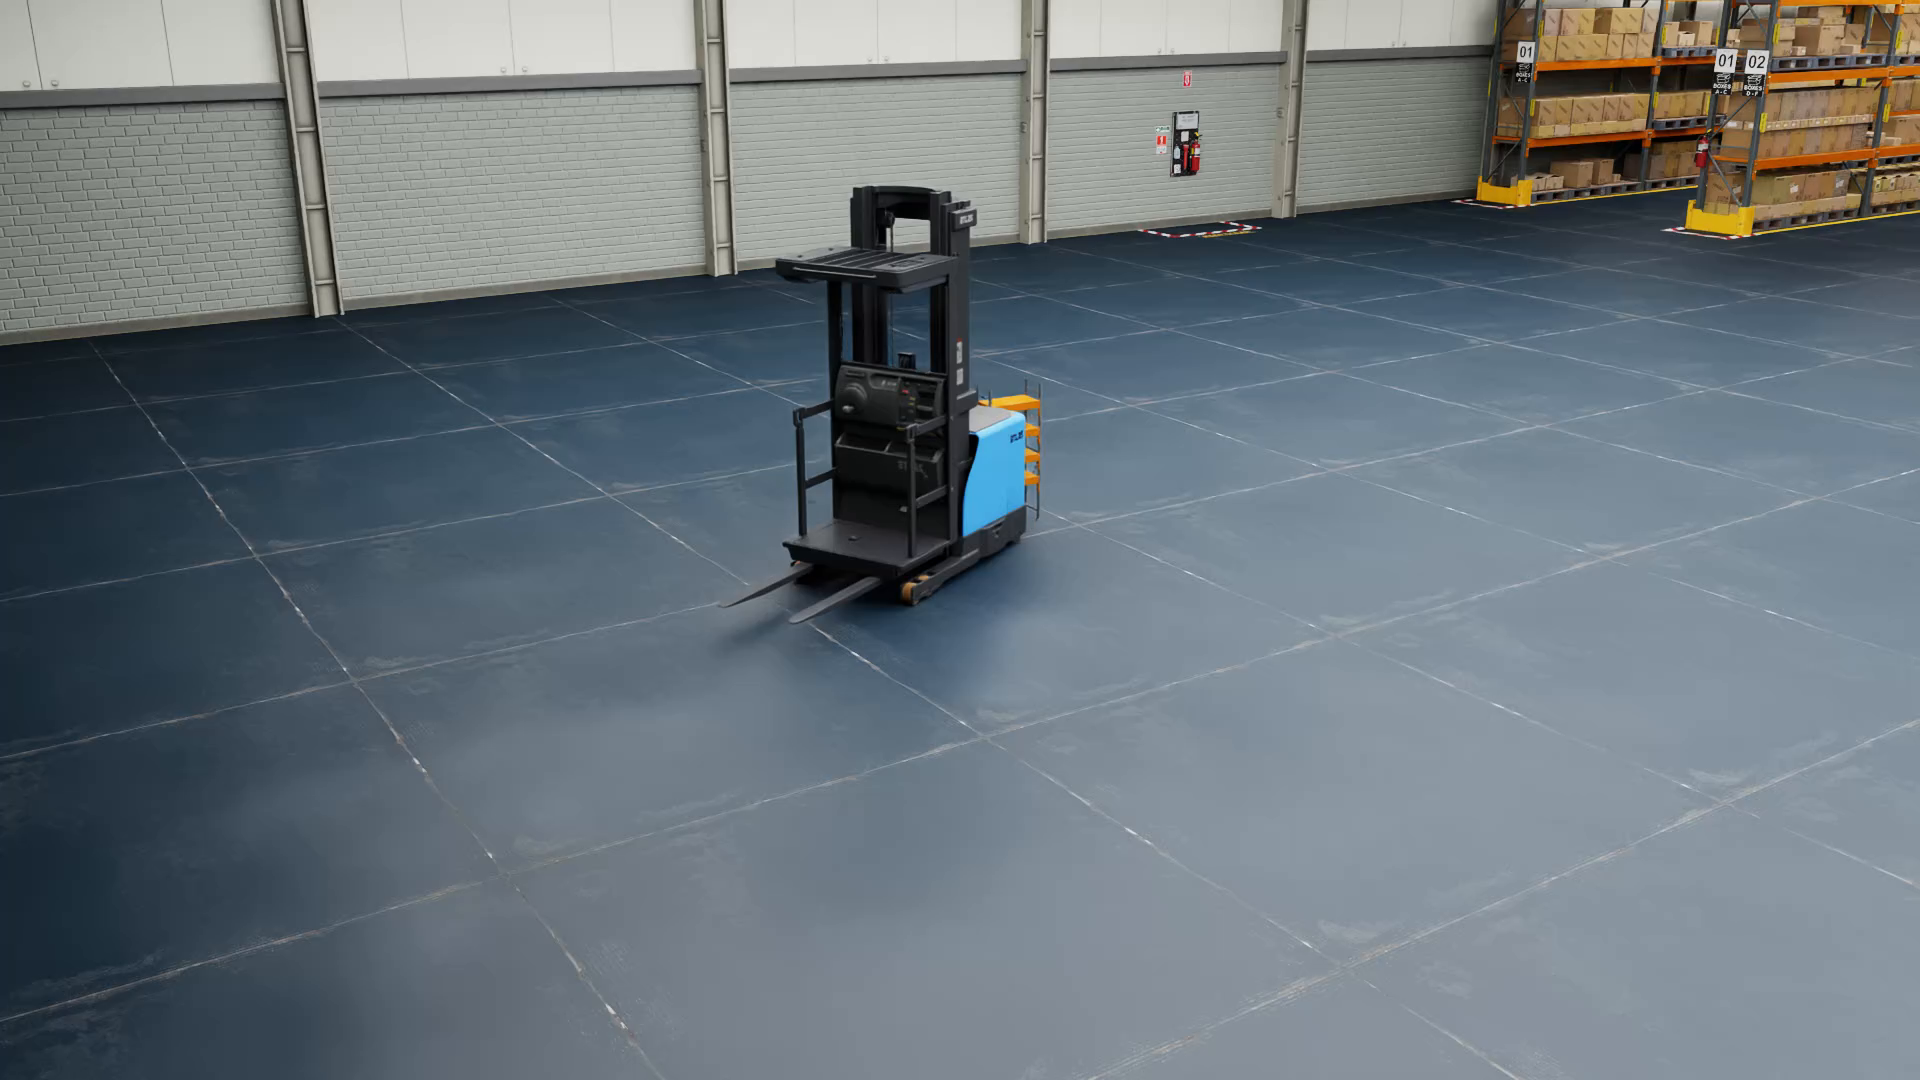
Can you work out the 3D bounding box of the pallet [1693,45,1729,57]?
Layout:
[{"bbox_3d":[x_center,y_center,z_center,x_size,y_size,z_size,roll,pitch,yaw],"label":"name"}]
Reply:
[{"bbox_3d":[15.970,-10.715,36.364,1.003,0.211,1.213,-12,22,-31],"label":"pallet"}]

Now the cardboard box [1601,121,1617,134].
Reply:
[{"bbox_3d":[13.470,-8.715,35.041,0.500,0.250,0.500,-12,22,-32],"label":"cardboard box"}]

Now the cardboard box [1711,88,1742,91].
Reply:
[{"bbox_3d":[17.485,-9.994,37.779,0.500,0.500,0.700,-15,24,-38],"label":"cardboard box"}]

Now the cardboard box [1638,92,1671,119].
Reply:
[{"bbox_3d":[14.975,-9.455,36.186,0.500,0.500,0.700,-12,22,-31],"label":"cardboard box"}]

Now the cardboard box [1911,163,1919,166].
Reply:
[{"bbox_3d":[20.001,-7.647,34.444,0.500,0.311,0.500,-11,22,-30],"label":"cardboard box"}]

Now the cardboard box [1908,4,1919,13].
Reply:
[{"bbox_3d":[22.798,-12.711,40.227,0.500,0.500,0.500,-12,22,-31],"label":"cardboard box"}]

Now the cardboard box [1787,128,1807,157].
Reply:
[{"bbox_3d":[15.169,-7.396,30.781,0.500,0.500,0.700,-12,22,-31],"label":"cardboard box"}]

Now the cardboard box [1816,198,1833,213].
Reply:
[{"bbox_3d":[16.160,-6.373,31.551,0.500,0.250,0.500,-12,22,-31],"label":"cardboard box"}]

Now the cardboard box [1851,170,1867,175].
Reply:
[{"bbox_3d":[17.871,-7.198,33.114,0.500,0.311,0.500,-11,22,-30],"label":"cardboard box"}]

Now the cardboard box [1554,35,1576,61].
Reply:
[{"bbox_3d":[12.076,-9.969,33.679,0.500,0.500,0.500,-10,21,-28],"label":"cardboard box"}]

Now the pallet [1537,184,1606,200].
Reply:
[{"bbox_3d":[12.970,-7.454,35.463,1.213,0.211,1.003,-12,22,-31],"label":"pallet"}]

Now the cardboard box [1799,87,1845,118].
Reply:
[{"bbox_3d":[16.052,-8.199,31.132,0.500,0.500,0.700,-12,22,-31],"label":"cardboard box"}]

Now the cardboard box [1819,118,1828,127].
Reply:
[{"bbox_3d":[15.868,-7.773,30.885,0.250,0.149,0.380,-11,22,-30],"label":"cardboard box"}]

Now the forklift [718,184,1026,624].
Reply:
[{"bbox_3d":[-0.643,-1.077,12.355,1.130,2.935,3.031,11,21,29],"label":"forklift"}]

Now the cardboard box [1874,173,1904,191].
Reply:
[{"bbox_3d":[18.162,-7.049,32.675,0.500,0.311,0.500,-12,22,-32],"label":"cardboard box"}]

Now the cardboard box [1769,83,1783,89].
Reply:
[{"bbox_3d":[18.417,-10.393,37.979,0.500,0.250,0.500,-11,22,-30],"label":"cardboard box"}]

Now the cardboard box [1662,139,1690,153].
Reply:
[{"bbox_3d":[15.936,-8.804,37.147,0.500,0.250,0.500,-13,22,-33],"label":"cardboard box"}]

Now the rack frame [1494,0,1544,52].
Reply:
[{"bbox_3d":[11.191,-11.256,32.989,0.127,3.000,1.000,-12,22,-31],"label":"rack frame"}]

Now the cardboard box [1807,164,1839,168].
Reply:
[{"bbox_3d":[16.700,-7.048,32.376,0.500,0.500,0.500,-12,22,-31],"label":"cardboard box"}]

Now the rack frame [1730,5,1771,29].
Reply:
[{"bbox_3d":[17.872,-12.665,37.157,0.127,3.000,1.000,-12,22,-31],"label":"rack frame"}]

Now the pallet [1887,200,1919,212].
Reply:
[{"bbox_3d":[18.873,-6.830,33.618,1.213,0.211,1.003,-12,22,-31],"label":"pallet"}]

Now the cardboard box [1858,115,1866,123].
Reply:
[{"bbox_3d":[16.942,-8.001,31.559,0.250,0.149,0.380,-12,22,-33],"label":"cardboard box"}]

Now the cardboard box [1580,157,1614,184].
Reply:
[{"bbox_3d":[13.687,-7.950,35.792,0.500,0.500,0.500,-14,23,-35],"label":"cardboard box"}]

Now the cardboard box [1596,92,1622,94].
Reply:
[{"bbox_3d":[14.024,-9.386,35.855,0.500,0.500,0.500,-13,22,-33],"label":"cardboard box"}]

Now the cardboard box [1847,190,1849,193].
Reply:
[{"bbox_3d":[17.446,-6.841,32.935,0.500,0.250,0.500,-12,22,-32],"label":"cardboard box"}]

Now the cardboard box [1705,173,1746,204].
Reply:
[{"bbox_3d":[14.203,-6.516,30.801,0.500,0.500,0.500,-12,22,-31],"label":"cardboard box"}]

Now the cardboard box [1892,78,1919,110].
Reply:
[{"bbox_3d":[23.532,-11.151,41.577,0.700,0.700,0.980,-12,22,-32],"label":"cardboard box"}]

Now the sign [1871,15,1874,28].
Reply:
[{"bbox_3d":[21.520,-12.200,39.164,0.005,0.325,0.100,-12,22,-31],"label":"sign"}]

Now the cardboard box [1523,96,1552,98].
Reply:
[{"bbox_3d":[11.893,-8.934,34.519,0.500,0.500,0.500,-12,22,-31],"label":"cardboard box"}]

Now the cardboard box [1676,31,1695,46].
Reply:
[{"bbox_3d":[15.547,-10.880,36.043,0.500,0.311,0.500,-11,22,-30],"label":"cardboard box"}]

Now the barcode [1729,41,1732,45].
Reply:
[{"bbox_3d":[13.905,-8.968,29.998,0.075,0.075,0.001,-12,22,-31],"label":"barcode"}]

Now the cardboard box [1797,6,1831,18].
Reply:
[{"bbox_3d":[19.953,-12.339,38.861,0.500,0.250,0.500,-13,22,-33],"label":"cardboard box"}]

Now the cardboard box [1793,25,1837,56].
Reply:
[{"bbox_3d":[15.456,-9.043,30.096,0.500,0.500,0.500,-12,22,-31],"label":"cardboard box"}]

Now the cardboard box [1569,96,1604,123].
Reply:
[{"bbox_3d":[13.033,-8.979,34.654,0.500,0.500,0.500,-11,22,-30],"label":"cardboard box"}]

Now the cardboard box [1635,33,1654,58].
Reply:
[{"bbox_3d":[14.244,-10.441,35.075,0.500,0.500,0.500,-11,22,-30],"label":"cardboard box"}]

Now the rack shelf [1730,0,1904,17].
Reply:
[{"bbox_3d":[15.589,-9.754,30.293,4.000,0.370,1.077,-12,22,-31],"label":"rack shelf"}]

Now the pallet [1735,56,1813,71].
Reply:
[{"bbox_3d":[14.523,-8.587,29.915,1.213,0.211,1.003,-12,22,-31],"label":"pallet"}]

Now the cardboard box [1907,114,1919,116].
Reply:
[{"bbox_3d":[19.207,-8.247,33.298,0.500,0.500,0.500,-13,23,-34],"label":"cardboard box"}]

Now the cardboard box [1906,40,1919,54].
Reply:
[{"bbox_3d":[18.236,-9.547,32.195,0.500,0.250,0.500,-15,24,-37],"label":"cardboard box"}]

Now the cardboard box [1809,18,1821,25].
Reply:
[{"bbox_3d":[19.535,-11.893,38.712,0.500,0.500,0.700,-12,22,-31],"label":"cardboard box"}]

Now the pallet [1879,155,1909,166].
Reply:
[{"bbox_3d":[22.911,-9.536,41.623,1.213,0.211,1.003,-12,22,-31],"label":"pallet"}]

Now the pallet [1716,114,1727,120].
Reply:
[{"bbox_3d":[17.336,-9.579,37.693,1.003,0.211,1.213,-12,22,-31],"label":"pallet"}]

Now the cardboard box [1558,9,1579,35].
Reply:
[{"bbox_3d":[12.093,-10.444,33.520,0.500,0.500,0.500,-12,22,-32],"label":"cardboard box"}]

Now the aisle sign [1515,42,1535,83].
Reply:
[{"bbox_3d":[11.296,-9.553,33.259,0.004,0.787,0.394,-12,22,-31],"label":"aisle sign"}]

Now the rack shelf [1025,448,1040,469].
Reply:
[{"bbox_3d":[0.405,-0.667,14.053,0.480,0.148,0.258,-11,21,-28],"label":"rack shelf"}]

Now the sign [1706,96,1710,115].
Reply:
[{"bbox_3d":[13.632,-7.898,30.246,0.005,0.325,0.100,-12,22,-31],"label":"sign"}]

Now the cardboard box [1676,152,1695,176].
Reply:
[{"bbox_3d":[15.989,-8.461,37.304,0.500,0.500,0.700,-12,22,-31],"label":"cardboard box"}]

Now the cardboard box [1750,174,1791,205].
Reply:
[{"bbox_3d":[14.905,-6.465,30.651,0.500,0.500,0.500,-12,22,-31],"label":"cardboard box"}]

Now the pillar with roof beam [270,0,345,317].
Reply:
[{"bbox_3d":[-6.377,-6.232,18.128,0.400,9.000,9.100,-12,22,-31],"label":"pillar with roof beam"}]

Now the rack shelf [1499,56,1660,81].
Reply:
[{"bbox_3d":[12.861,-9.847,34.627,4.000,0.370,1.077,-12,22,-31],"label":"rack shelf"}]

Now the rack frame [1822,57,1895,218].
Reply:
[{"bbox_3d":[17.259,-7.795,32.117,0.127,3.000,1.000,-12,22,-31],"label":"rack frame"}]

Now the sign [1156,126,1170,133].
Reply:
[{"bbox_3d":[3.694,-7.484,30.314,0.331,0.109,0.001,-12,22,-31],"label":"sign"}]

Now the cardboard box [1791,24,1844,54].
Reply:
[{"bbox_3d":[15.814,-9.273,30.772,0.637,0.503,0.797,-9,21,-25],"label":"cardboard box"}]

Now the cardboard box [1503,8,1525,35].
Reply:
[{"bbox_3d":[11.407,-10.512,33.722,0.500,0.500,0.500,-11,21,-29],"label":"cardboard box"}]

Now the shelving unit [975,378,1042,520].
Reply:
[{"bbox_3d":[0.405,-0.730,14.031,0.503,1.200,0.258,-11,21,-28],"label":"shelving unit"}]

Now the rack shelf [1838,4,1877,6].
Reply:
[{"bbox_3d":[22.883,-13.192,40.463,4.000,0.370,1.077,-12,22,-31],"label":"rack shelf"}]

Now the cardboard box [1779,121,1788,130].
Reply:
[{"bbox_3d":[14.793,-7.547,30.216,0.250,0.149,0.380,-12,22,-31],"label":"cardboard box"}]

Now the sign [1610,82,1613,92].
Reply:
[{"bbox_3d":[14.223,-9.815,36.286,0.005,0.325,0.100,-12,22,-31],"label":"sign"}]
